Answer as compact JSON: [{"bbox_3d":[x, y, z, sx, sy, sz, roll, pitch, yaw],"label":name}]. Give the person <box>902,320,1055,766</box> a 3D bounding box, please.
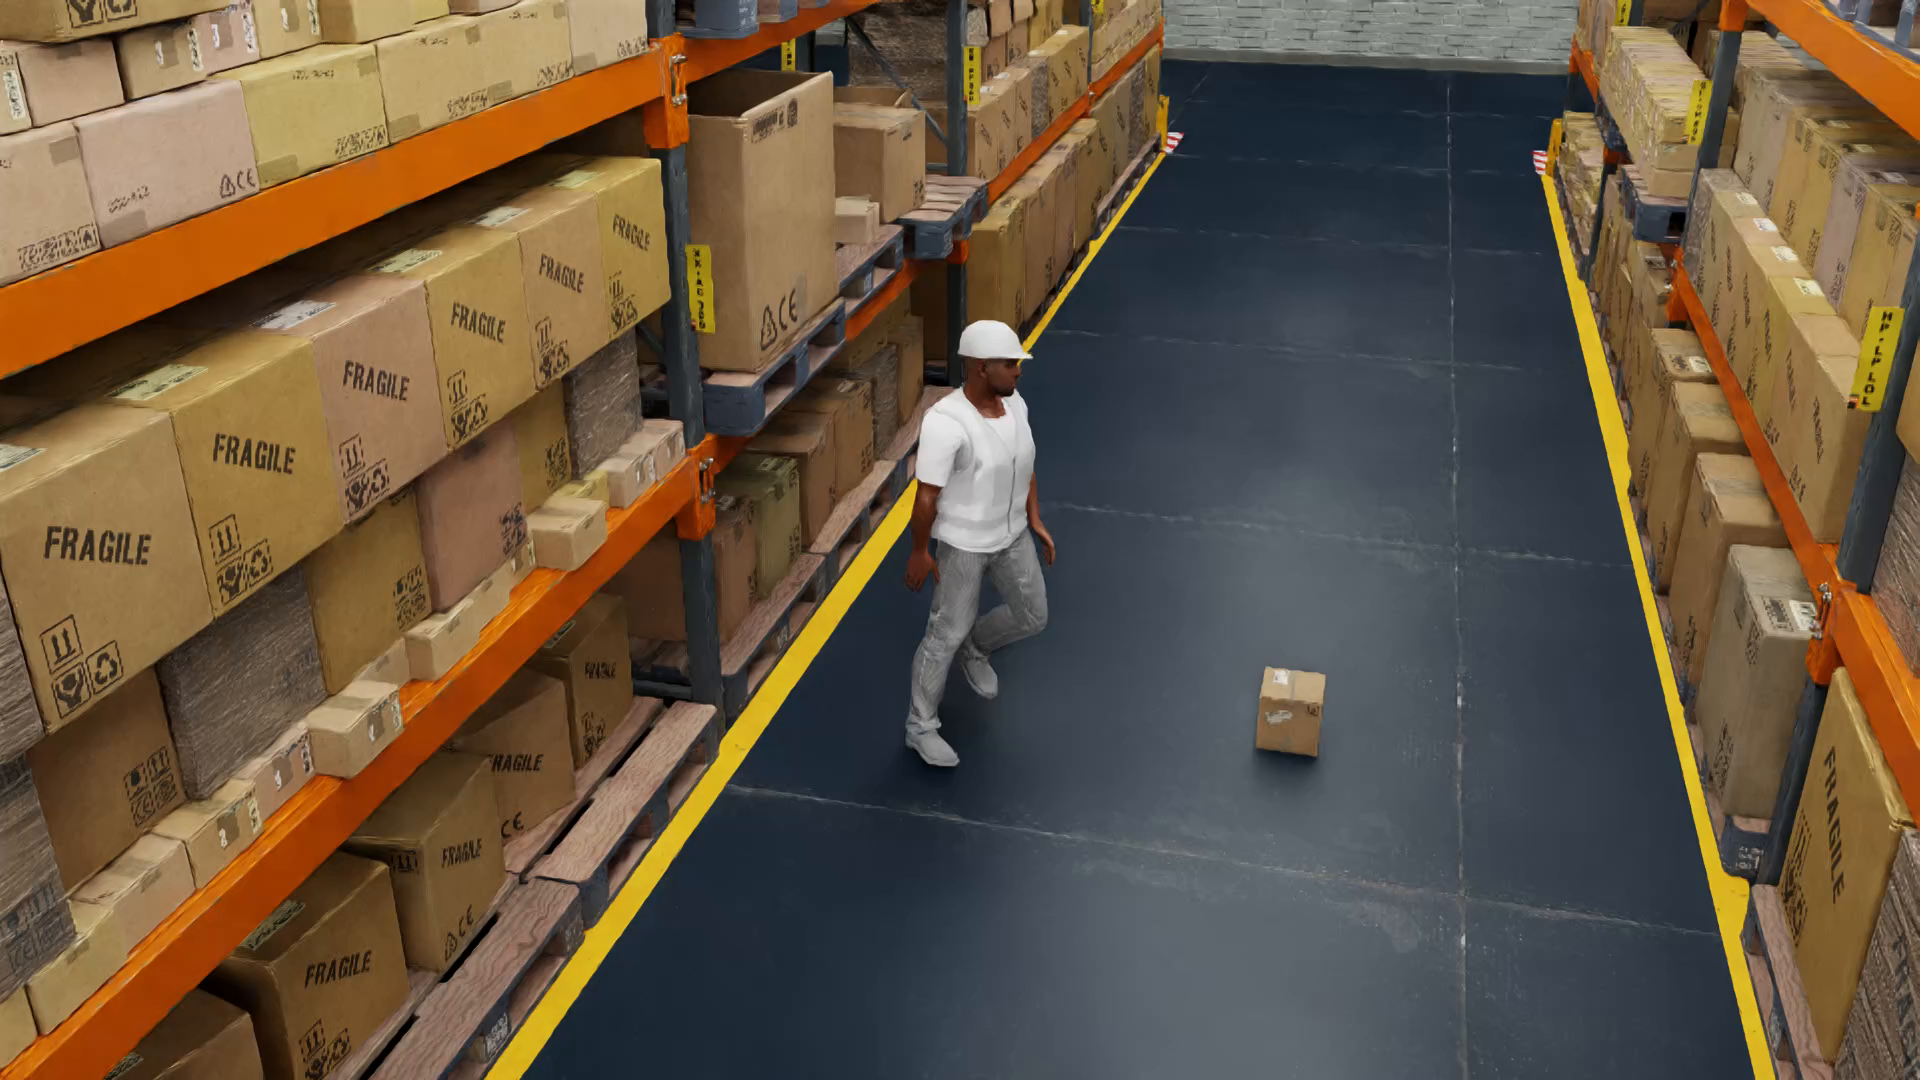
[{"bbox_3d":[0.037,-0.004,6.577,0.523,1.743,0.689,19,31,35],"label":"person"}]
